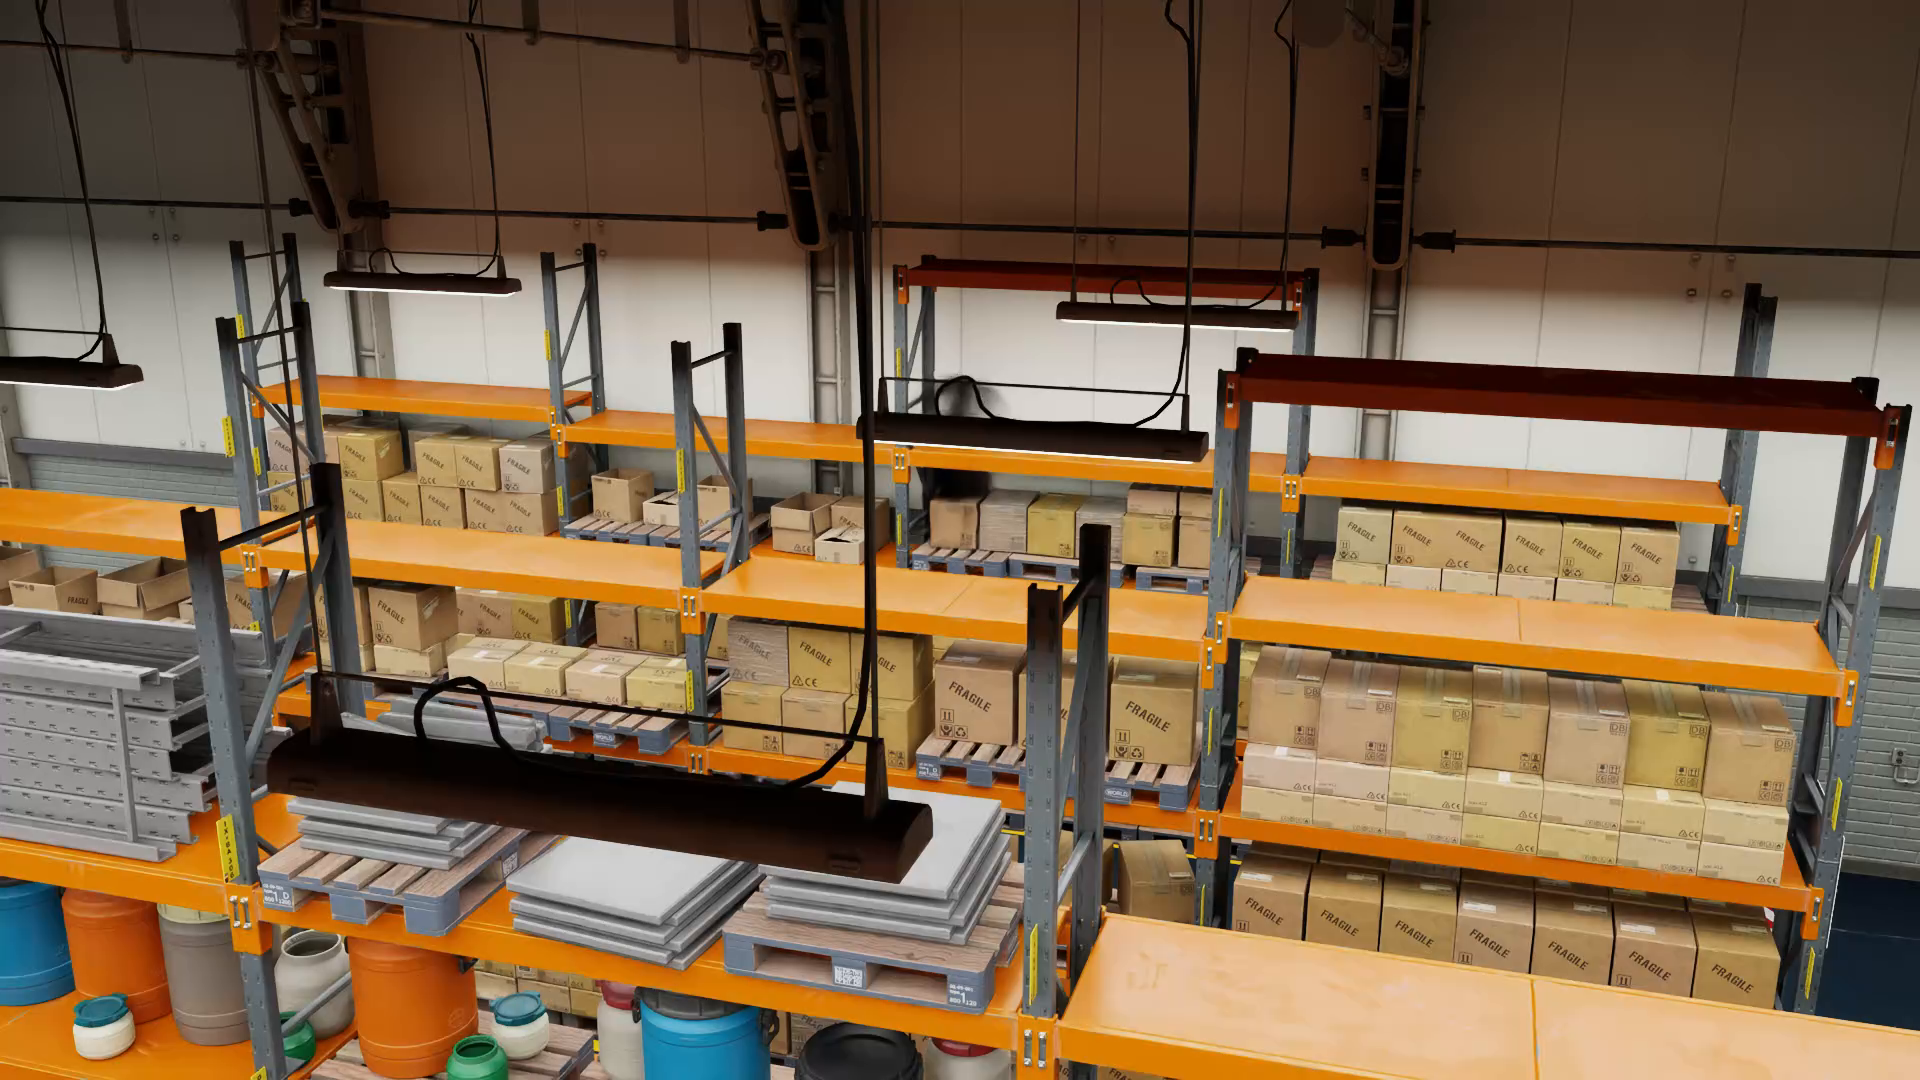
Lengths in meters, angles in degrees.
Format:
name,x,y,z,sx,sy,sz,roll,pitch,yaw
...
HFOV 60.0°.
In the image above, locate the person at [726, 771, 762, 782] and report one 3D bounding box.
name,x,y,z,sx,sy,sz,roll,pitch,yaw
person,-2.142,2.662,16.828,0.809,1.626,0.656,-8,18,-25
